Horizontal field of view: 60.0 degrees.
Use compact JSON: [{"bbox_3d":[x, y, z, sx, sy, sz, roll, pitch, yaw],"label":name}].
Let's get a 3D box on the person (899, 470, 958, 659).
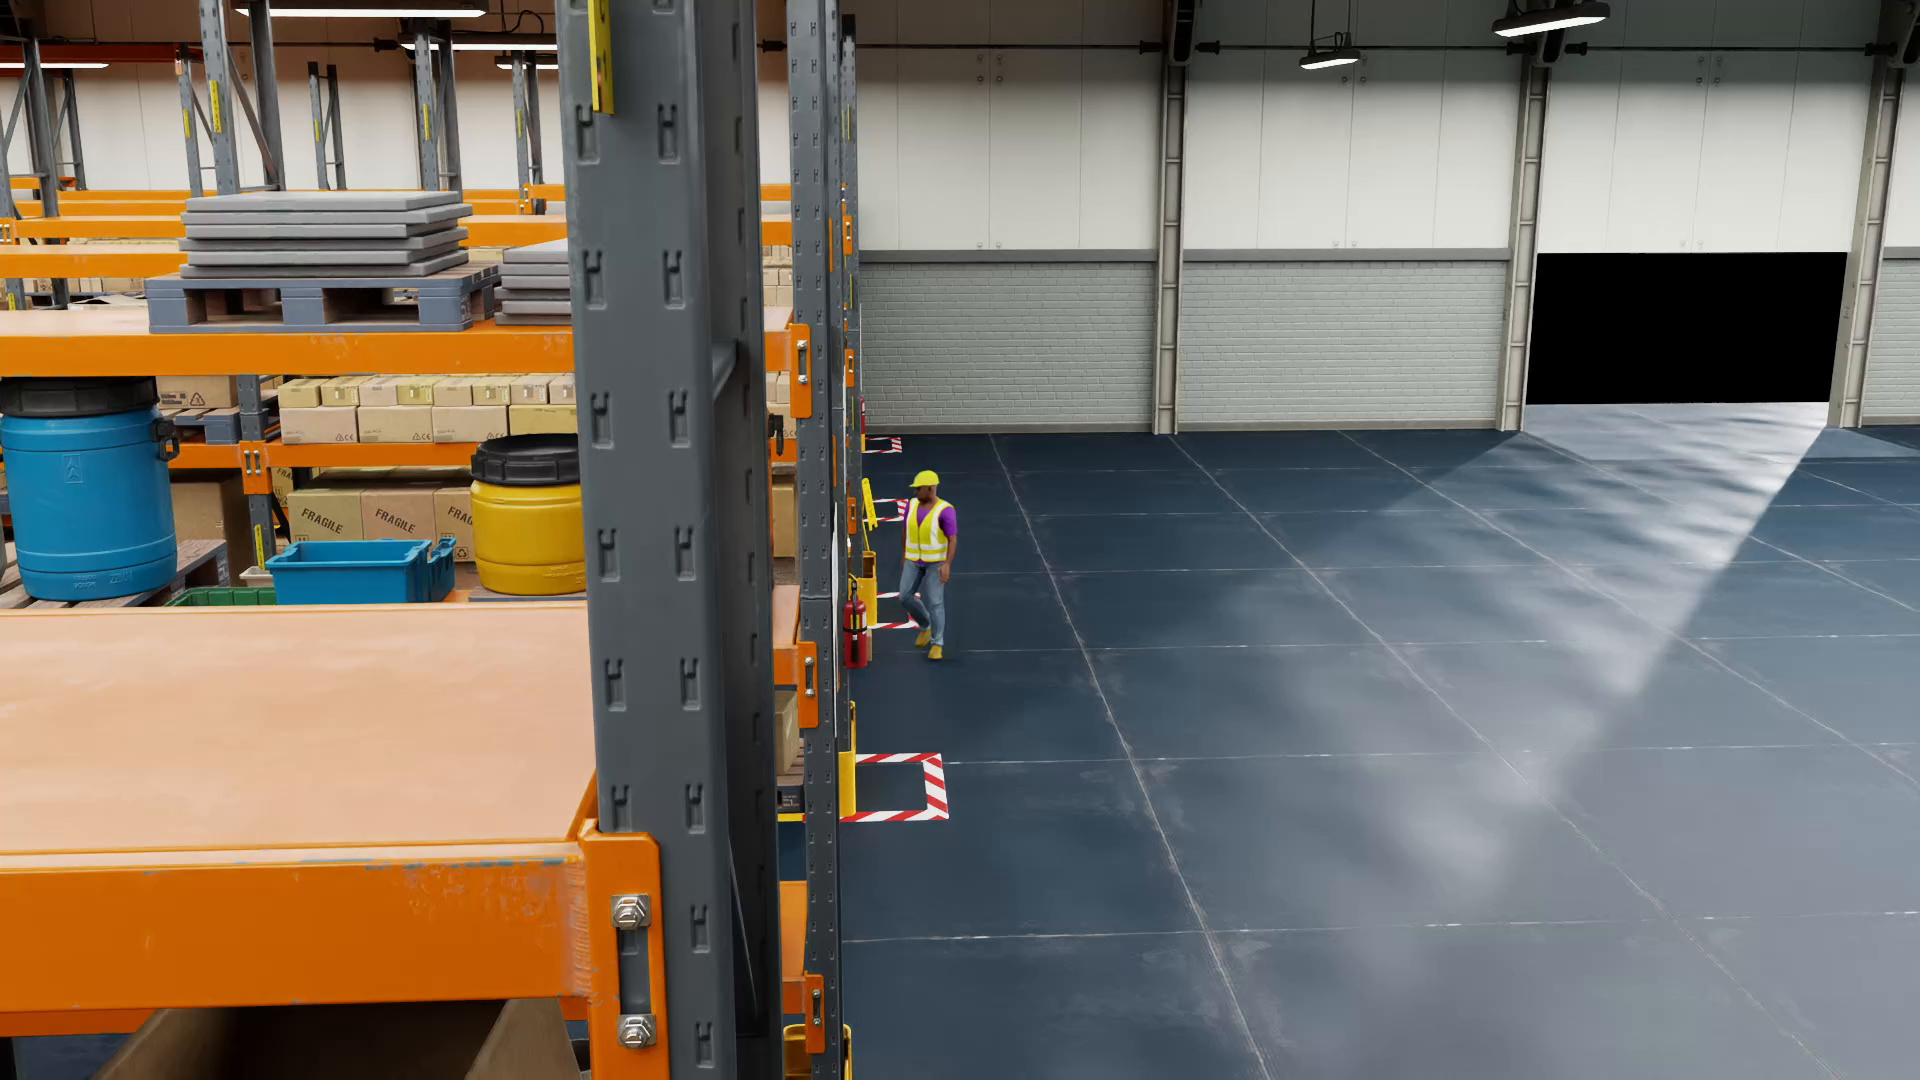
[{"bbox_3d":[-0.327,0.218,15.899,0.633,1.770,0.505,6,15,23],"label":"person"}]
